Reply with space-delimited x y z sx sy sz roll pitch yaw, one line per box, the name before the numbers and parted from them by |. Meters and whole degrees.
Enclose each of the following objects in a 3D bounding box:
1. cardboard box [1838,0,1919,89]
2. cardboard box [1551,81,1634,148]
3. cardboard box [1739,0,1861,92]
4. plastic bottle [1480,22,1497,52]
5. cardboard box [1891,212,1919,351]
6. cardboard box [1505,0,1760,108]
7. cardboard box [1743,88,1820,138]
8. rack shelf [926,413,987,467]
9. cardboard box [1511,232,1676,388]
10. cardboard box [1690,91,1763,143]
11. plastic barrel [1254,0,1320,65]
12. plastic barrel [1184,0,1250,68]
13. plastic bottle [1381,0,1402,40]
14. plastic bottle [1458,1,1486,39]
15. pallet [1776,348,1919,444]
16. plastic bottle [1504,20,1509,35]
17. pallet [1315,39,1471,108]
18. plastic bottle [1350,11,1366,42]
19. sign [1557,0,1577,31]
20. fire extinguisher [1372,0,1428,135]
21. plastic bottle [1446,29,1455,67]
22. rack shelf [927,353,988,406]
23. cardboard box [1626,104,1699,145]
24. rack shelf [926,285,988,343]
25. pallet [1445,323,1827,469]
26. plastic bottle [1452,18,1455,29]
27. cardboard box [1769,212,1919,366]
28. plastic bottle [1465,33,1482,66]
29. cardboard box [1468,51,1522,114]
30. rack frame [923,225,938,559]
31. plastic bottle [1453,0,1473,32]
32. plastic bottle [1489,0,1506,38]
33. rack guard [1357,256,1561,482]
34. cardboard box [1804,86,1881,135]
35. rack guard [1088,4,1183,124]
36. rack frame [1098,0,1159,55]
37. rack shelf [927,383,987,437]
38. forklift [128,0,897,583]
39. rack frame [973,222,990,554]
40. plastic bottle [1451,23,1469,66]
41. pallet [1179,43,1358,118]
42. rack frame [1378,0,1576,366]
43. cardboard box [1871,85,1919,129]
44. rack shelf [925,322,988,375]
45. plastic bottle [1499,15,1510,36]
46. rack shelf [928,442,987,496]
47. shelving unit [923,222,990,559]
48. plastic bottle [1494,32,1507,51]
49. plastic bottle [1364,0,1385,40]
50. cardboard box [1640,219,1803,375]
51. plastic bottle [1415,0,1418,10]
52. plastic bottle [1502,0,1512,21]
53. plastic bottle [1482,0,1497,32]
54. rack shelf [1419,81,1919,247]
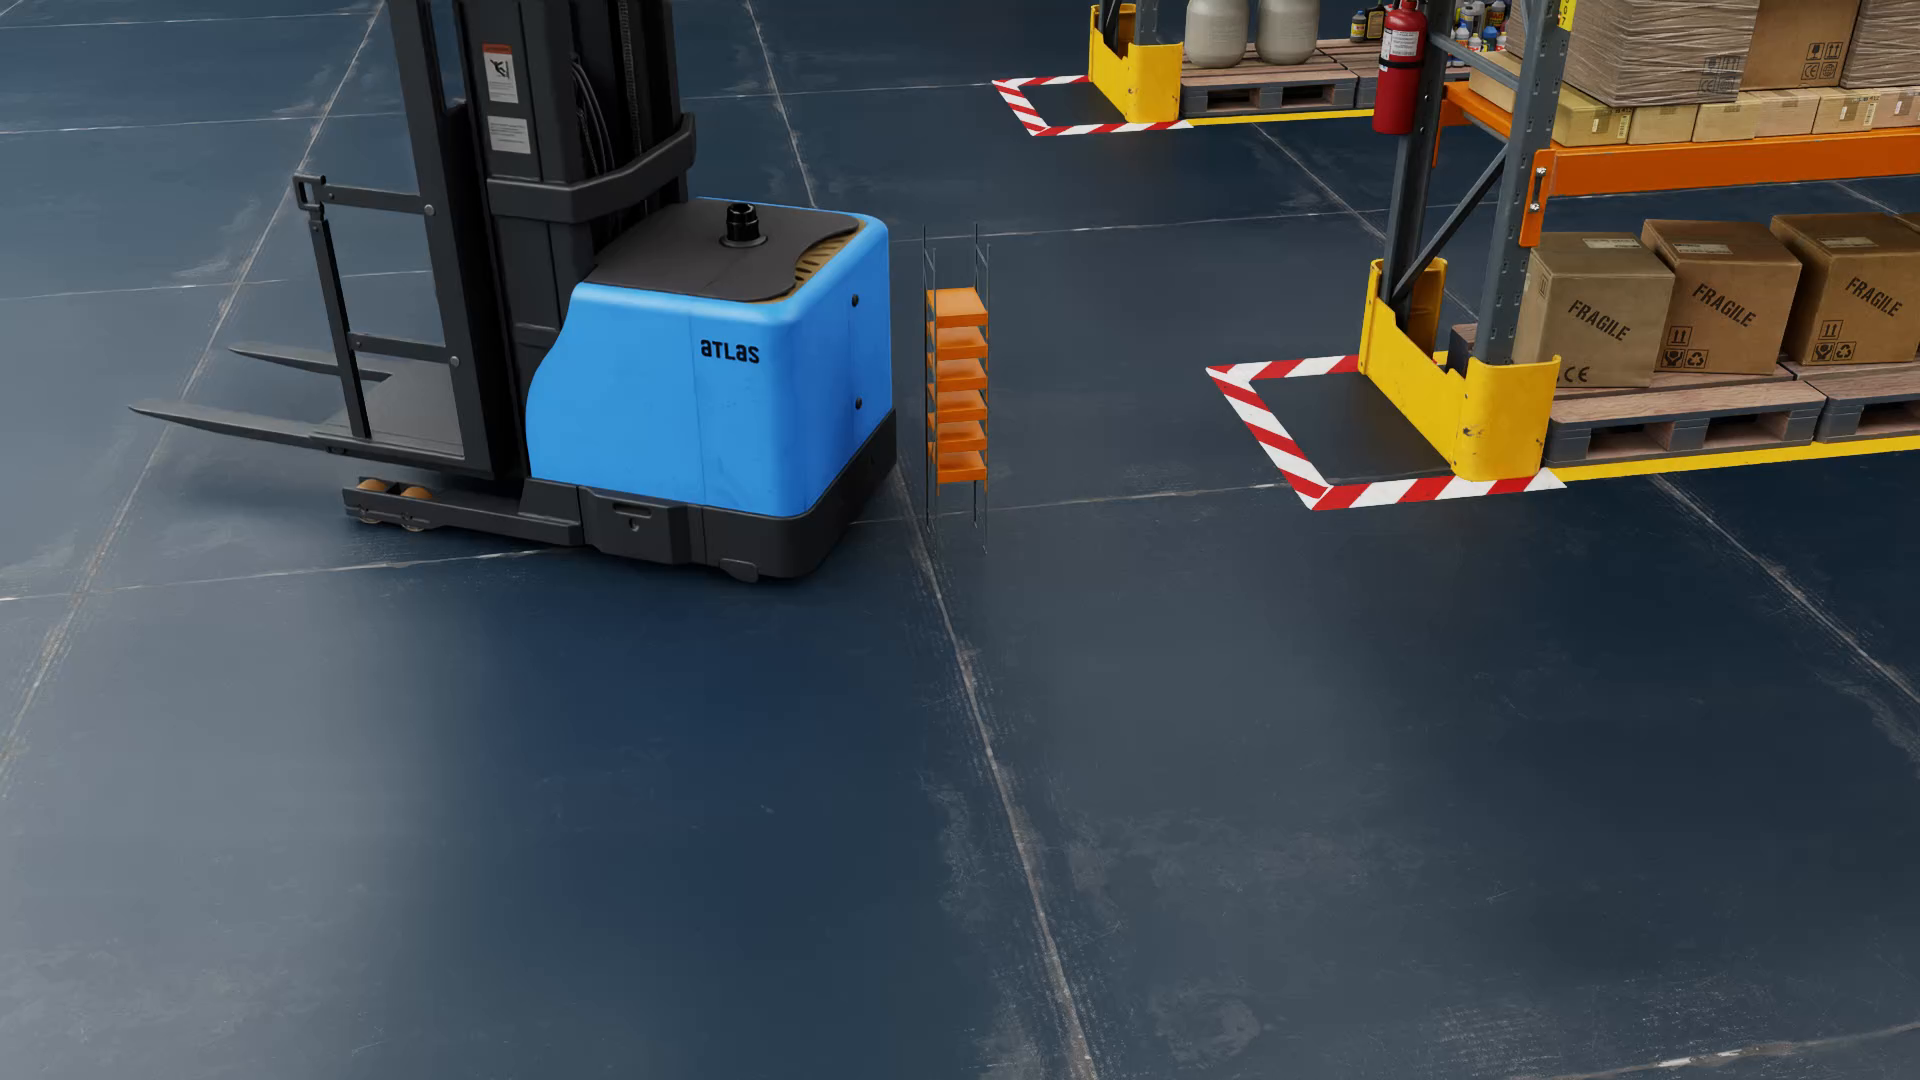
cardboard box | 3.518 -2.158 6.568 0.500 0.500 0.875 -5 31 -9
cardboard box | 2.326 -1.619 6.292 0.250 0.149 0.380 -5 31 -9
cardboard box | 3.019 -2.134 6.527 0.500 0.500 0.875 -5 31 -9
plastic bottle | 3.585 -3.372 11.284 0.097 0.271 0.097 0 30 0
cardboard box | 4.378 -1.120 7.248 0.500 0.500 0.500 -8 31 -13
cardboard box | 2.548 -2.028 6.348 0.500 0.500 0.875 -5 31 -9
cardboard box | 3.066 -1.681 6.397 0.250 0.149 0.380 -5 31 -9
rack shelf | -0.014 -0.374 6.027 0.180 0.103 0.258 -5 31 -9
cardboard box | 2.620 -0.972 6.996 0.500 0.500 0.500 0 30 0
cardboard box | 2.824 -1.648 6.341 0.250 0.149 0.380 -5 31 -9
plastic barrel | 2.237 -3.542 11.355 0.421 0.512 0.421 0 30 0
plastic barrel | 1.744 -3.496 11.277 0.421 0.512 0.421 0 30 0
plastic bottle | 3.091 -3.701 11.838 0.135 0.276 0.152 -5 31 -9
plastic bottle | 3.624 -3.676 11.795 0.135 0.276 0.152 -5 31 -9
pallet | 4.080 -0.791 7.388 1.213 0.211 1.003 -5 31 -9
plastic bottle | 3.796 -3.408 11.340 0.135 0.276 0.152 -5 31 -8
pallet | 3.174 -3.299 11.653 1.213 0.211 1.003 -5 31 -9
plastic bottle | 2.838 -3.659 11.841 0.097 0.201 0.097 0 30 0
sign | 2.100 -1.923 5.707 0.005 0.325 0.100 -5 31 -9
fire extinguisher | 1.807 -2.006 6.779 0.183 0.674 0.296 -5 31 -9
plastic bottle | 3.287 -3.345 11.237 0.097 0.271 0.097 0 30 0
rack shelf | -0.014 -0.581 5.905 0.180 0.103 0.258 -5 31 -9
cardboard box | 2.575 -1.632 6.315 0.250 0.149 0.380 -5 31 -9
rack shelf | -0.014 -0.788 5.784 0.180 0.103 0.258 -5 31 -9
pallet | 2.883 -0.682 7.201 1.213 0.211 1.003 -5 31 -9
plastic bottle | 3.454 -3.642 11.812 0.097 0.201 0.097 0 30 0
cardboard box | 3.821 -1.092 7.199 0.500 0.500 0.500 -3 31 -4
plastic bottle | 3.483 -3.333 11.285 0.097 0.201 0.097 0 30 0
cardboard box | 2.246 -1.841 6.669 0.250 0.149 0.380 -5 31 -9
rack frame | -0.104 -0.508 5.929 0.006 1.200 0.240 -5 31 -9
plastic bottle | 3.572 -3.780 11.898 0.185 0.351 0.144 -6 31 -9
plastic bottle | 3.853 -3.752 11.930 0.097 0.271 0.097 0 30 0
rack guard | 2.077 -0.750 7.032 0.348 0.500 1.175 -5 31 -9
cardboard box | 3.313 -1.700 6.430 0.250 0.149 0.380 -5 31 -9
rack guard | 1.177 -3.243 11.271 0.348 0.500 1.175 -5 31 -9
rack frame | 1.110 -4.290 10.586 0.127 3.000 1.000 -5 31 -9
rack shelf | -0.014 -0.478 5.966 0.180 0.103 0.258 -5 31 -9
forklift | -1.827 -1.539 5.975 3.031 2.935 1.130 9 32 15
rack frame | 0.076 -0.524 5.958 0.006 1.200 0.240 -5 31 -9
plastic bottle | 3.385 -3.354 11.252 0.097 0.271 0.097 0 30 0
pallet | 1.977 -3.190 11.466 1.213 0.211 1.003 -5 31 -9
rack frame | 2.002 -1.820 6.386 0.127 3.000 1.000 -5 31 -9
cardboard box | 3.554 -1.737 6.492 0.250 0.149 0.380 -5 31 -9
rack shelf | -0.014 -0.684 5.844 0.180 0.103 0.258 -5 31 -9
plastic bottle | 3.777 -3.464 11.428 0.133 0.283 0.061 -5 31 -9
rack shelf | -0.014 -0.271 6.088 0.180 0.103 0.258 -5 31 -9
shelving unit | -0.014 -0.516 5.944 0.189 1.200 0.258 -5 31 -9
plastic bottle | 3.685 -3.351 11.317 0.097 0.201 0.097 0 30 0
plastic bottle | 2.950 -3.714 11.854 0.133 0.283 0.061 -5 31 -8
cardboard box | 3.202 -1.044 7.118 0.500 0.500 0.500 2 31 4
plastic bottle | 3.227 -3.713 11.859 0.135 0.276 0.152 -6 31 -10
plastic bottle | 3.991 -3.819 11.964 0.185 0.351 0.144 -7 31 -11
plastic bottle | 3.821 -3.795 11.991 0.133 0.283 0.061 -4 31 -7
rack shelf | 3.970 -1.693 6.879 4.000 0.370 1.077 -5 31 -9
